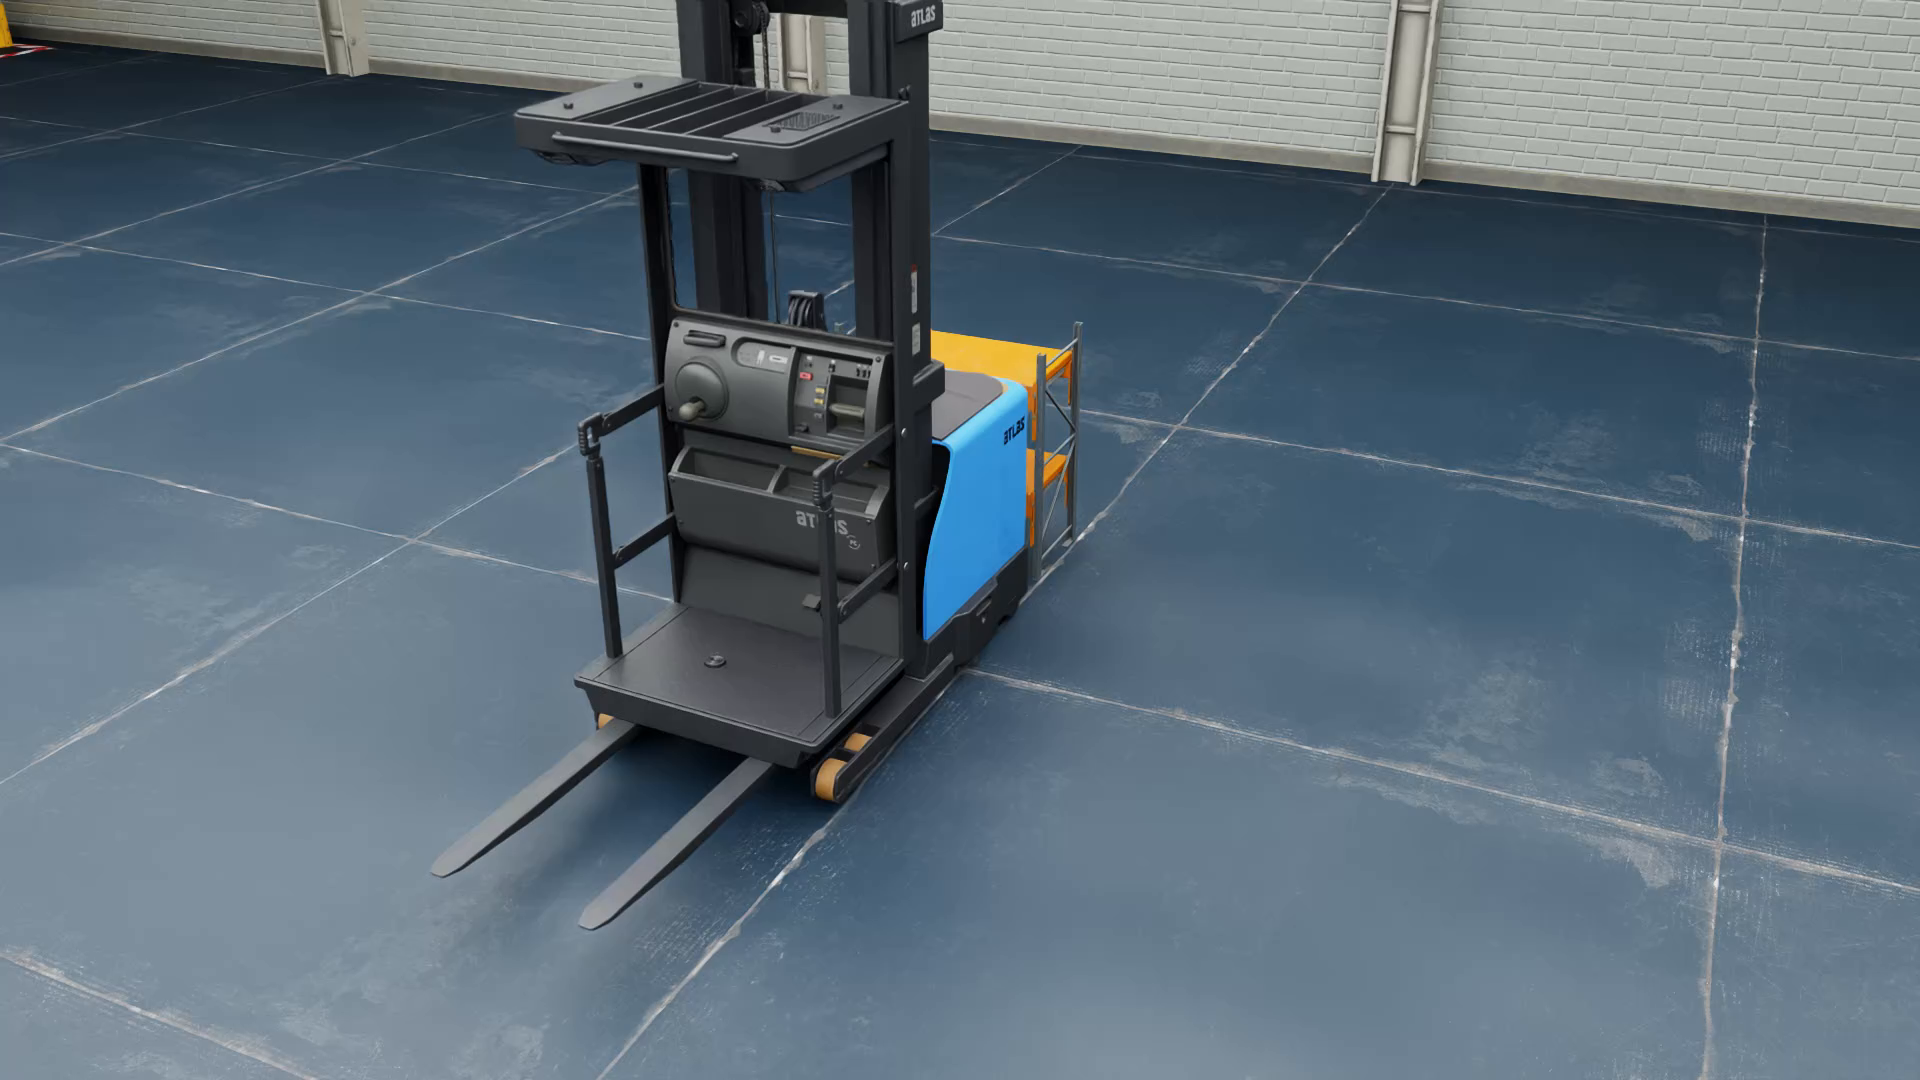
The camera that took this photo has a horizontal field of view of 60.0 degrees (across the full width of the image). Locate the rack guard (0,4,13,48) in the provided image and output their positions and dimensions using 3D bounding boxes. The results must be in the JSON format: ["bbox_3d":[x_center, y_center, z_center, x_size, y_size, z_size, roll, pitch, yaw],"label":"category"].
[{"bbox_3d":[-12.230,-6.217,20.312,0.348,0.500,1.175,11,28,22],"label":"rack guard"}]

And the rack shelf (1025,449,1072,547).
[{"bbox_3d":[-0.006,-0.287,8.112,1.000,0.278,0.538,11,28,22],"label":"rack shelf"}]

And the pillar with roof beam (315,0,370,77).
[{"bbox_3d":[-8.833,-7.696,13.694,0.400,9.000,9.100,11,28,22],"label":"pillar with roof beam"}]

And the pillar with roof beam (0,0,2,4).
[{"bbox_3d":[-14.295,-8.793,15.922,0.400,9.000,9.100,11,28,22],"label":"pillar with roof beam"}]

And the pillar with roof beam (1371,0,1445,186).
[{"bbox_3d":[2.091,-5.502,9.237,0.400,9.000,9.100,11,28,22],"label":"pillar with roof beam"}]

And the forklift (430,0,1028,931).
[{"bbox_3d":[-0.793,-0.549,6.048,1.130,2.935,3.031,12,29,23],"label":"forklift"}]

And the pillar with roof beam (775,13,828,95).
[{"bbox_3d":[-3.371,-6.599,11.466,0.400,9.000,9.100,11,28,22],"label":"pillar with roof beam"}]

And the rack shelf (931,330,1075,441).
[{"bbox_3d":[-0.006,-0.768,7.875,1.000,0.278,0.538,11,28,22],"label":"rack shelf"}]

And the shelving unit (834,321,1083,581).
[{"bbox_3d":[-0.006,-0.506,8.004,1.048,1.125,0.538,11,28,22],"label":"shelving unit"}]

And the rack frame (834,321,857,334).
[{"bbox_3d":[-0.469,-0.599,8.193,0.032,1.125,0.500,11,28,22],"label":"rack frame"}]

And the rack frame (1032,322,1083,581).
[{"bbox_3d":[0.457,-0.413,7.815,0.032,1.125,0.500,11,28,22],"label":"rack frame"}]
